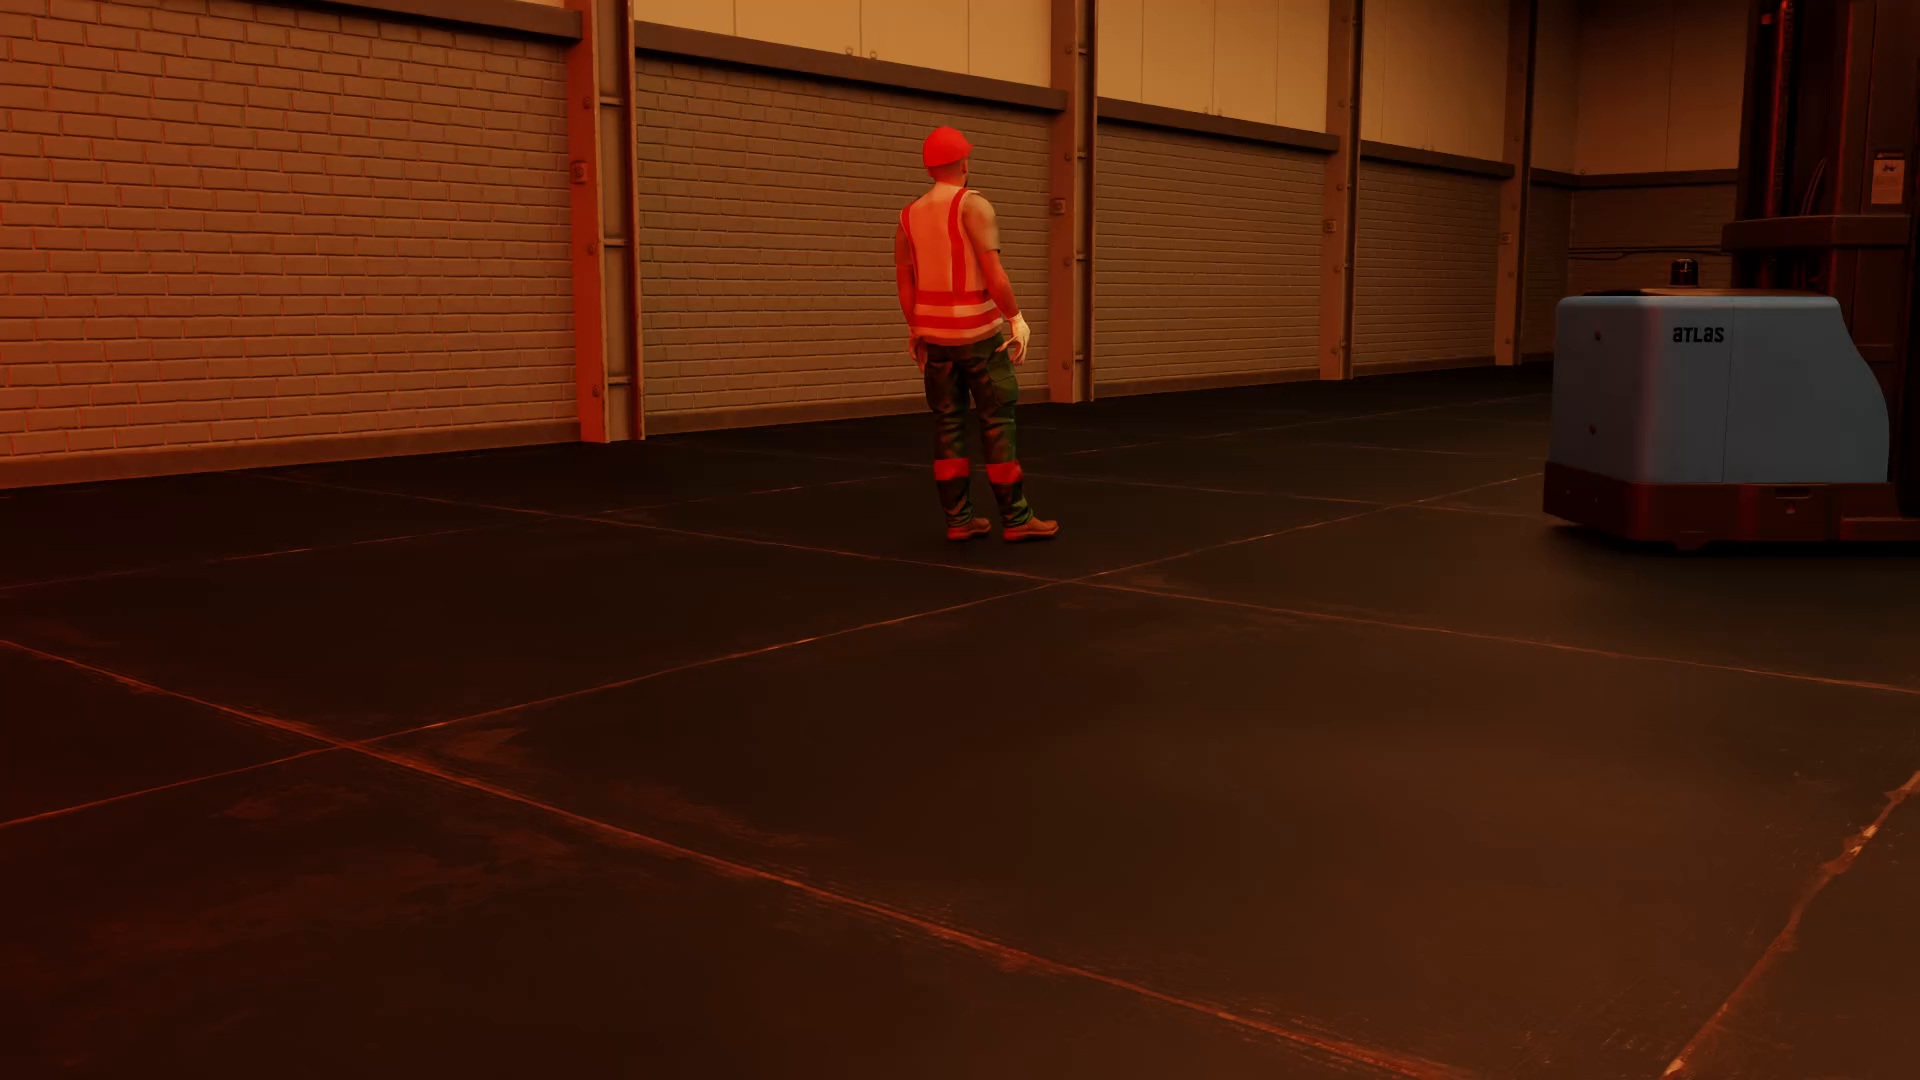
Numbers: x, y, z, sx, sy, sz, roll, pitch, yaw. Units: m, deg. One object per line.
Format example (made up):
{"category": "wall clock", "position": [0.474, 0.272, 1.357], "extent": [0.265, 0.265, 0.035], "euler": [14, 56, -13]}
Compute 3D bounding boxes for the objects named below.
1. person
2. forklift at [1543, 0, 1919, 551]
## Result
{"category": "person", "position": [0.060, -0.900, 7.329], "extent": [0.637, 1.790, 0.562], "euler": [7, 11, 38]}
{"category": "forklift", "position": [4.268, -1.456, 7.233], "extent": [3.031, 2.935, 1.130], "euler": [0, 8, -2]}
